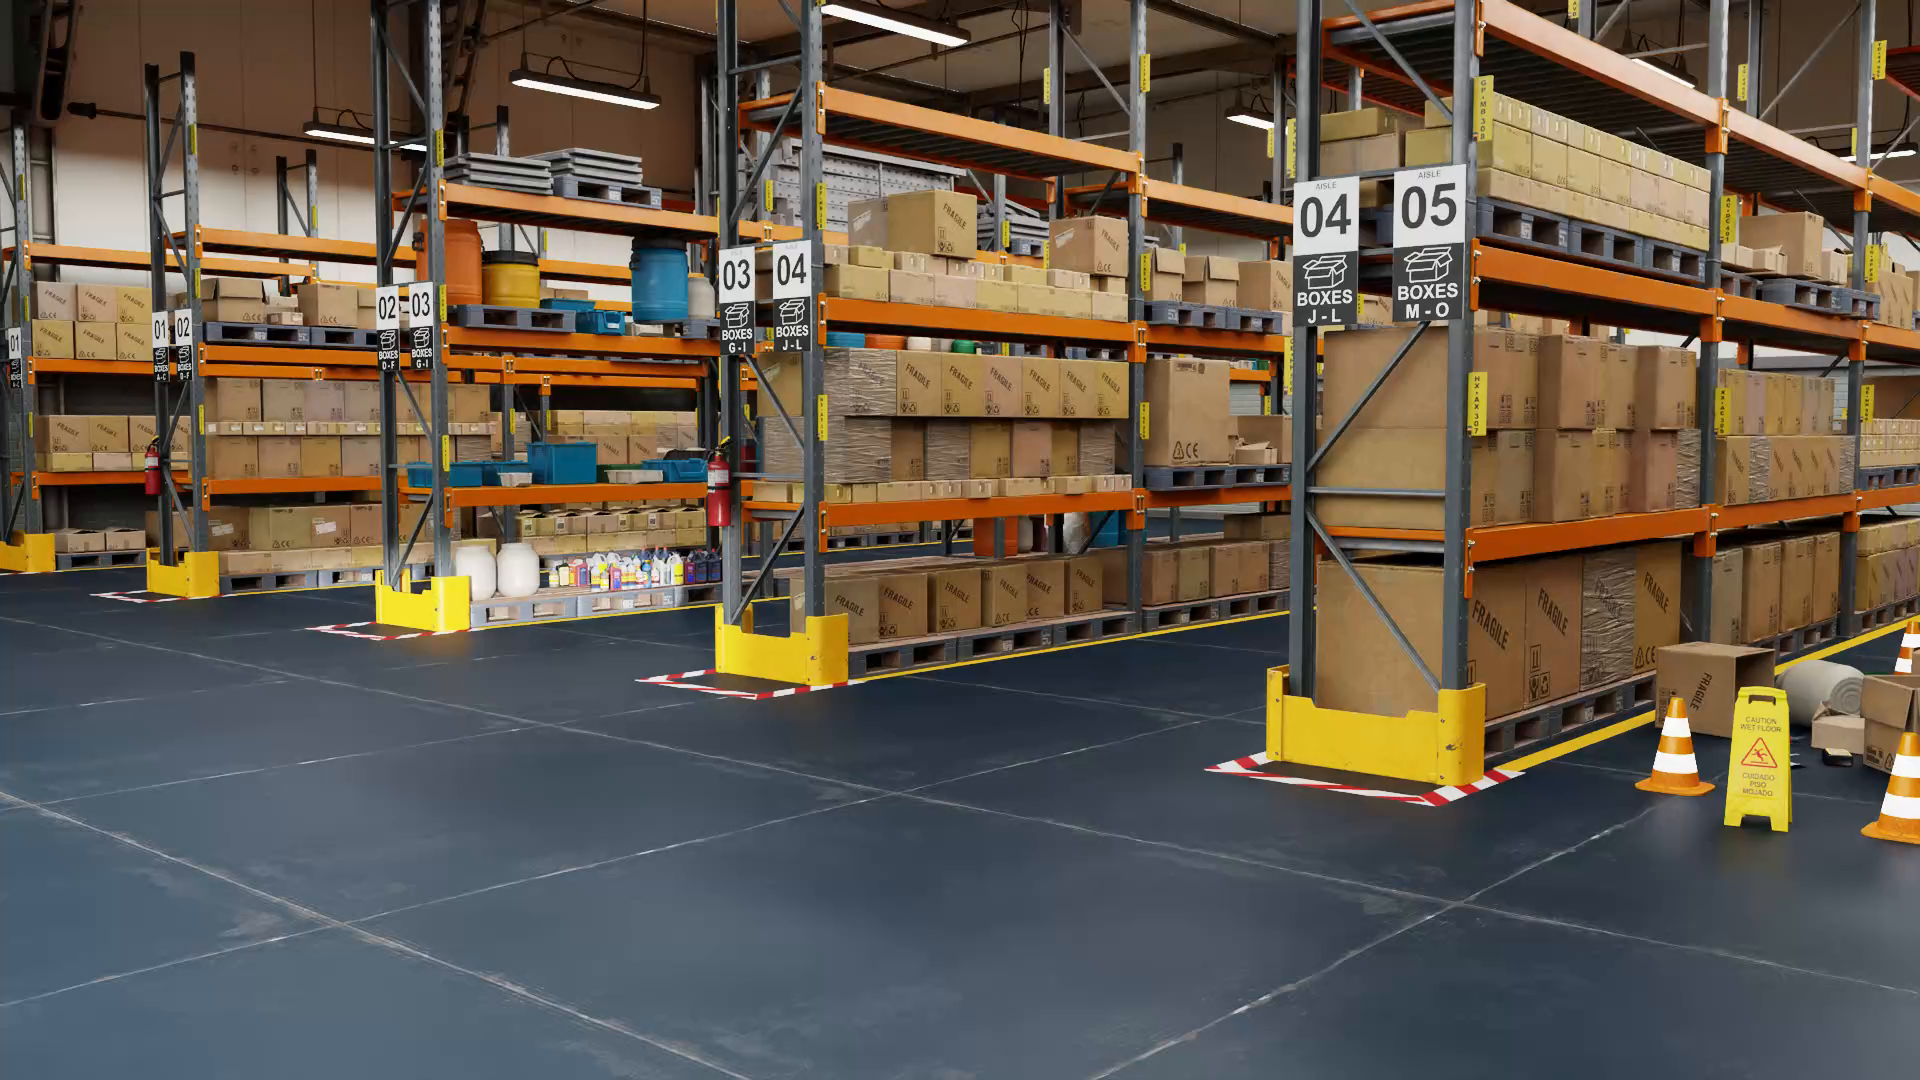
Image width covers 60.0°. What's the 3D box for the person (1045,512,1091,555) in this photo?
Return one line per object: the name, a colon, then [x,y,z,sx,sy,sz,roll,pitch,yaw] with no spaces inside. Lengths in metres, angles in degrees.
person: [1.142,-0.118,17.287,0.542,1.666,0.469,3,5,41]
